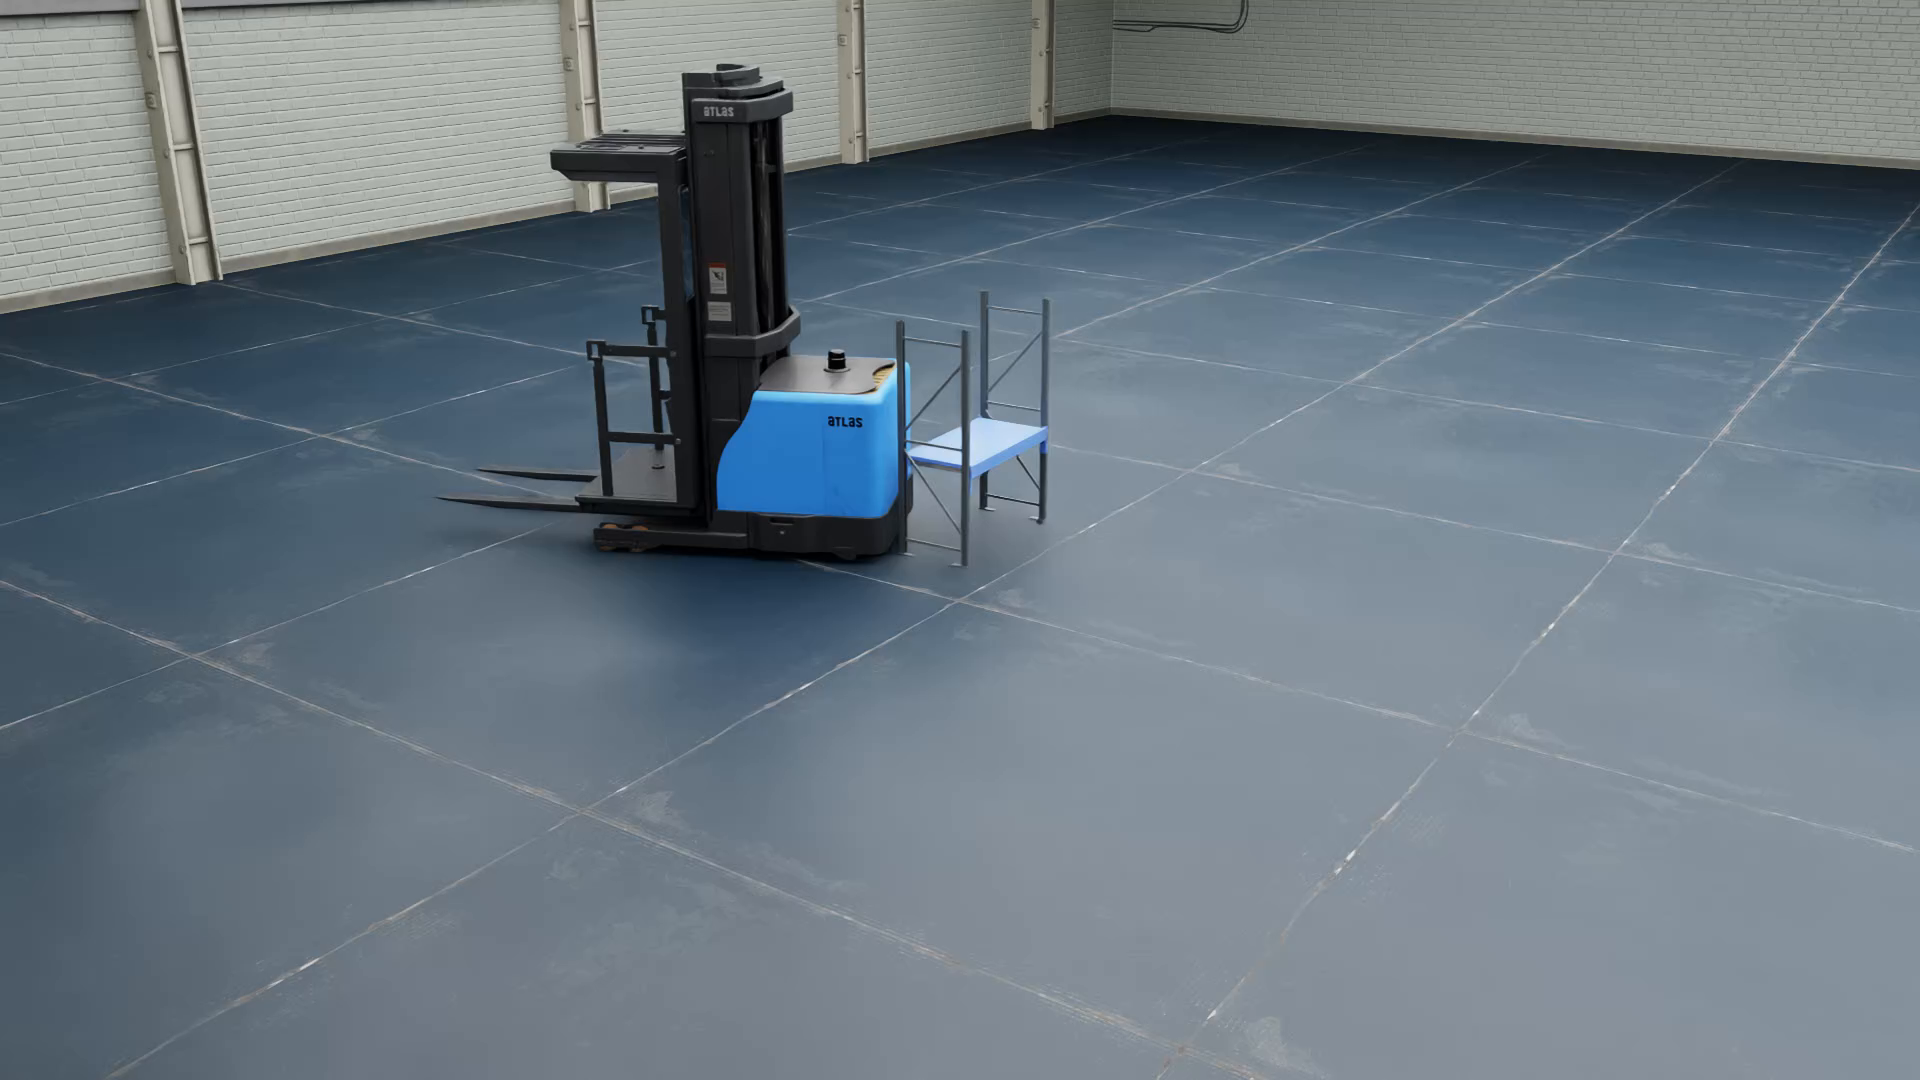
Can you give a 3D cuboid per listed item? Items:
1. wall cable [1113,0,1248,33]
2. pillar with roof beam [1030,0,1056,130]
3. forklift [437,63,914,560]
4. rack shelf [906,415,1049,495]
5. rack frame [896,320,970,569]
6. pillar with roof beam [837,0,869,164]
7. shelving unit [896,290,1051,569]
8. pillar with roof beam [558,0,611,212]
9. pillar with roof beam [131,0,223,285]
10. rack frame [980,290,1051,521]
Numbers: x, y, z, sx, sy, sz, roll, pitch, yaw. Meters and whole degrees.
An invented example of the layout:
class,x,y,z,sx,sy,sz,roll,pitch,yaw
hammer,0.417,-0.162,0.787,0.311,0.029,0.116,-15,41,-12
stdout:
class,x,y,z,sx,sy,sz,roll,pitch,yaw
wall cable,4.357,-11.418,33.138,3.097,2.526,0.112,13,24,32
pillar with roof beam,5.167,-11.448,28.742,9.100,9.000,0.400,13,24,32
forklift,-1.876,-1.473,10.521,3.031,2.935,1.130,3,21,9
rack shelf,0.098,-0.556,10.625,0.538,0.185,1.000,12,23,29
rack frame,-0.162,-0.573,10.152,0.500,1.500,0.032,12,23,29
pillar with roof beam,1.795,-9.726,24.088,9.100,9.000,0.400,13,24,32
shelving unit,0.098,-0.725,10.562,0.538,1.500,1.048,12,23,29
pillar with roof beam,-1.578,-8.005,19.434,9.100,9.000,0.400,13,24,32
pillar with roof beam,-4.951,-6.283,14.780,9.100,9.000,0.400,13,24,32
rack frame,0.357,-0.876,10.972,0.500,1.500,0.032,12,23,29
